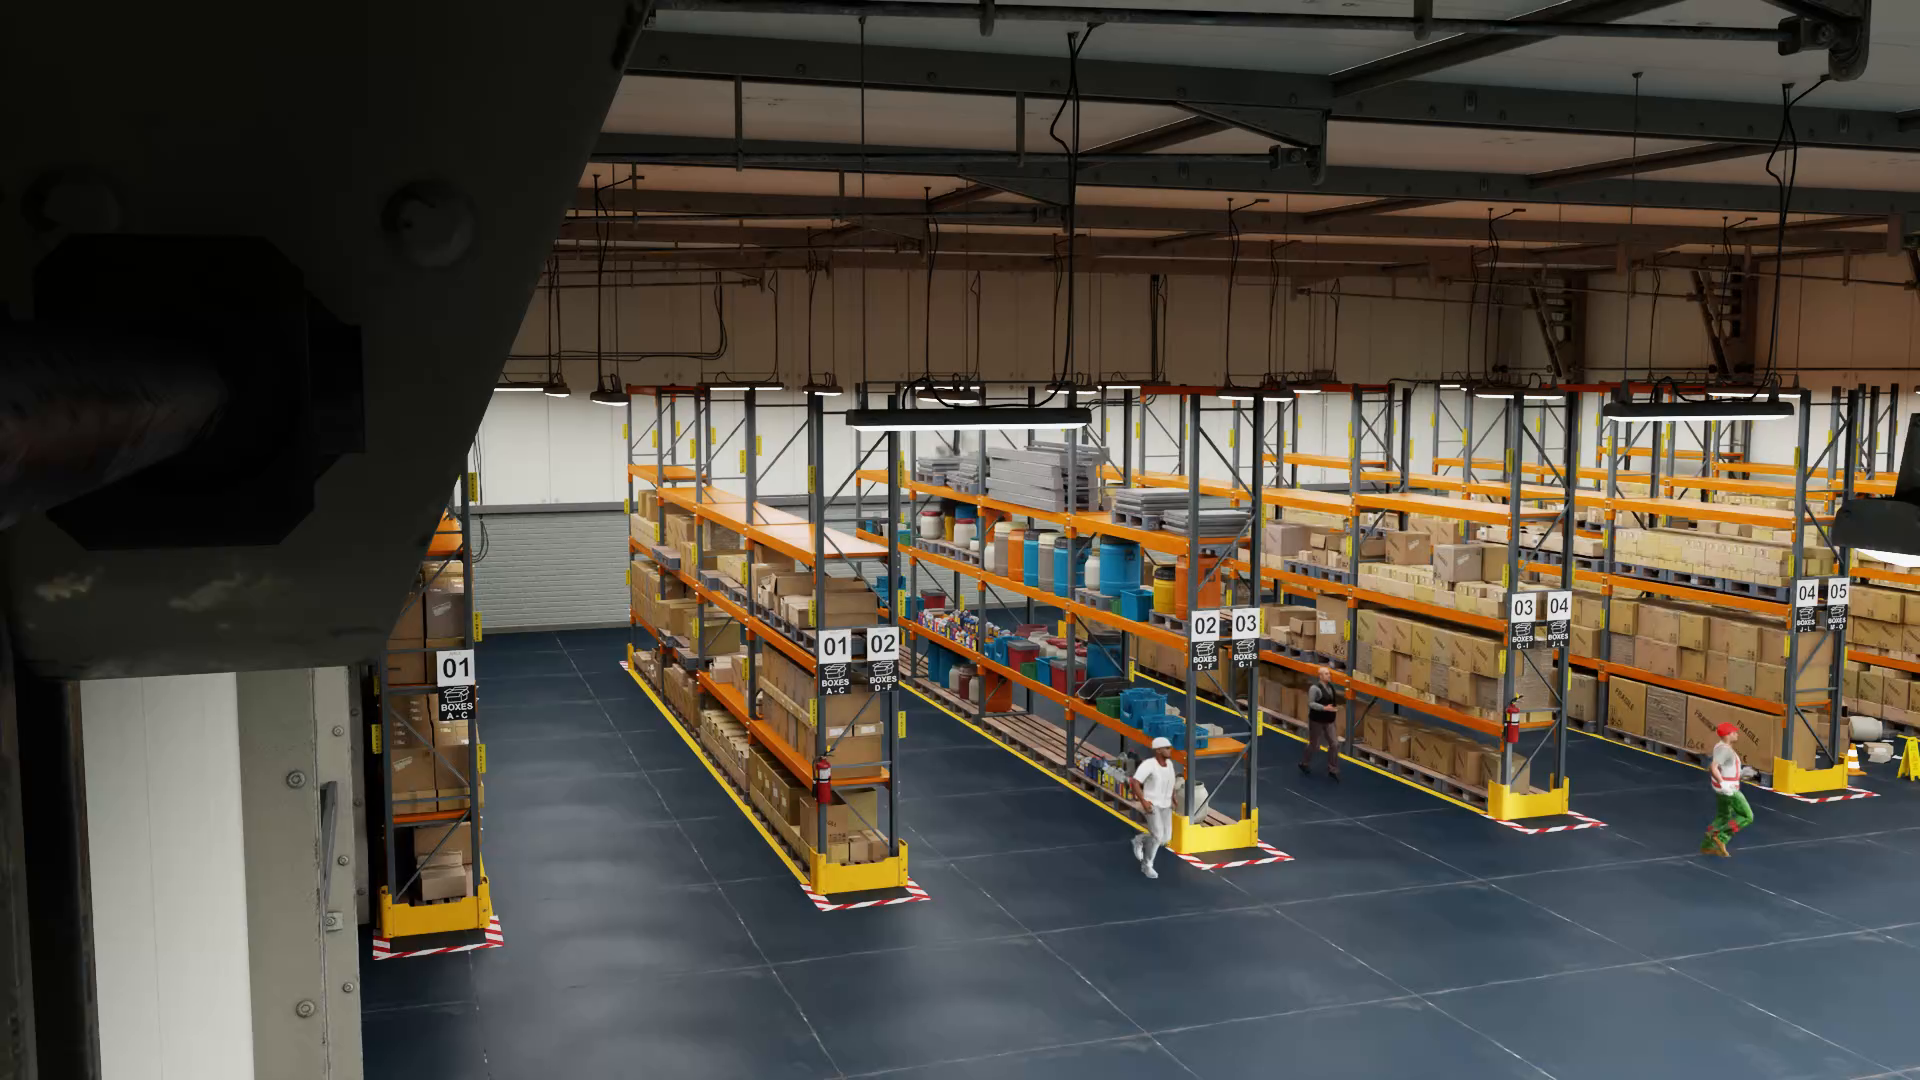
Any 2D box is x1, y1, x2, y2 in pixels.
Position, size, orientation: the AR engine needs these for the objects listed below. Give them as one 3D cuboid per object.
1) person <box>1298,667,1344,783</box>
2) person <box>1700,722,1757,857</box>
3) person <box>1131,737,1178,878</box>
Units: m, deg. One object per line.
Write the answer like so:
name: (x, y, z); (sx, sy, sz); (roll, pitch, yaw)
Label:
person: (5.556, 2.834, 25.640); (0.643, 1.771, 0.813); (-4, 7, -33)
person: (9.958, 3.223, 21.486); (0.650, 1.743, 0.646); (1, 6, 12)
person: (2.446, 3.335, 20.999); (0.745, 1.697, 0.585); (-5, 8, -41)
